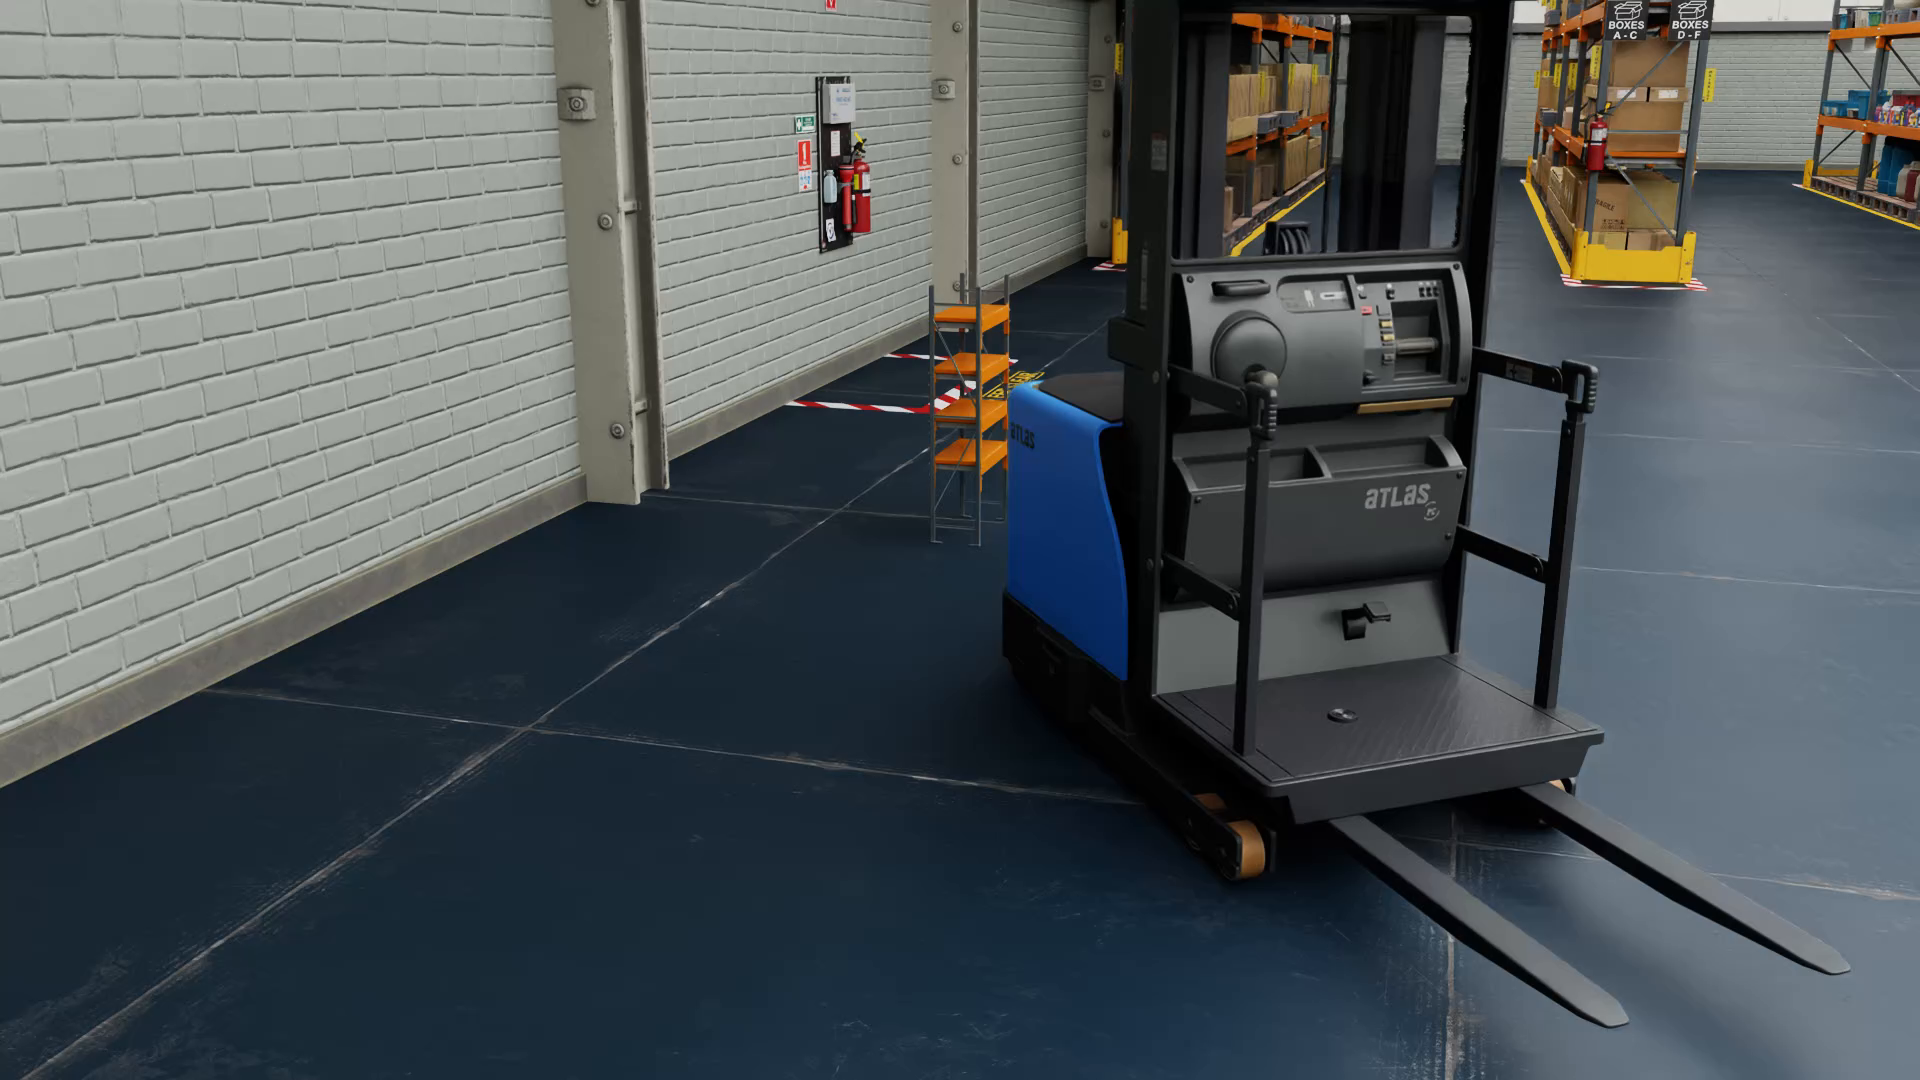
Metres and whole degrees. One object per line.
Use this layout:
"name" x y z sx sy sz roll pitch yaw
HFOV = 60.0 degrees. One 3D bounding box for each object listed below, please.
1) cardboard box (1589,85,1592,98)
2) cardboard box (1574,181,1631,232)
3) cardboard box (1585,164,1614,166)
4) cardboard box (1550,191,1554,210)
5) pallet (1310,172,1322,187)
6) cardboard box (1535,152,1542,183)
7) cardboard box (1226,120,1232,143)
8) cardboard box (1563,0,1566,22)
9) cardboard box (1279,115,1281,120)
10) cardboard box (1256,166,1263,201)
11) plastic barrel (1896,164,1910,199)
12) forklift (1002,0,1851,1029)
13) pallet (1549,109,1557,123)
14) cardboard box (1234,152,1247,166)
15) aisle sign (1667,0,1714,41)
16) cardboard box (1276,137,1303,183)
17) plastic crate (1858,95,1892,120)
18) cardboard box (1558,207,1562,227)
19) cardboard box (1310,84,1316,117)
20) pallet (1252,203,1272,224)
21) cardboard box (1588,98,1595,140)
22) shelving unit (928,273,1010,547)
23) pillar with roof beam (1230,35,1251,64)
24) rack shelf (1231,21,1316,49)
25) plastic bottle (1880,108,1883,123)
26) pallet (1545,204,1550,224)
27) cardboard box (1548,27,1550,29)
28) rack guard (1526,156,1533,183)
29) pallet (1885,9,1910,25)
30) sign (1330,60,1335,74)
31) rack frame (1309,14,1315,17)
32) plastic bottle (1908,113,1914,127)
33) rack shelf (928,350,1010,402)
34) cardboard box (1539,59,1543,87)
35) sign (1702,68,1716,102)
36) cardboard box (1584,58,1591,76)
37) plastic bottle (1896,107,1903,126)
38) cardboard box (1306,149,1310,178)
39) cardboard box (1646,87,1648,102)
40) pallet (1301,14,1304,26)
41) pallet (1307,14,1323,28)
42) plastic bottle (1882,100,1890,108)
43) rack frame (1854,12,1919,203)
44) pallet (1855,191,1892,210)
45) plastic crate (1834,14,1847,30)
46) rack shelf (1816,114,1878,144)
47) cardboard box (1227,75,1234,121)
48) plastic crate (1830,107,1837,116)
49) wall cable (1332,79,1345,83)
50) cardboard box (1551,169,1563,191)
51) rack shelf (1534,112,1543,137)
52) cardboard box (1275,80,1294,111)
"cardboard box" 7.708 -5.341 19.789 0.380 0.149 0.250 4 16 15
"cardboard box" 6.917 -3.595 17.901 0.500 0.500 0.500 5 16 16
"cardboard box" 9.870 -5.528 25.595 0.500 0.500 0.500 4 16 14
"cardboard box" 8.609 -4.781 23.458 0.500 0.250 0.500 4 16 14
"pallet" 6.345 -6.885 31.718 1.003 0.211 1.213 5 16 16
"cardboard box" 10.350 -6.511 29.062 0.500 0.500 0.500 5 16 16
"cardboard box" 2.876 -4.752 19.324 0.500 0.250 0.500 4 16 14
"cardboard box" 9.560 -8.026 24.947 0.910 0.500 0.500 5 16 16
"cardboard box" 4.888 -6.624 26.111 0.380 0.149 0.250 4 16 15
"cardboard box" 4.160 -5.358 24.999 0.700 0.500 0.500 5 16 16
"plastic barrel" 14.590 -5.484 25.456 0.421 0.512 0.421 0 16 0
"forklift" 1.138 -0.604 4.589 1.130 2.935 3.031 -6 17 -19
"pallet" 9.871 -6.701 26.310 1.003 0.211 1.213 5 16 16
"cardboard box" 3.895 -5.437 23.900 0.500 0.250 0.500 4 16 14
"aisle sign" 7.325 -5.401 16.610 0.394 0.787 0.004 5 16 16
"cardboard box" 5.399 -6.469 28.309 0.750 0.750 0.750 5 17 18
"plastic crate" 15.013 -7.115 27.338 0.392 0.384 0.575 5 16 16
"cardboard box" 7.764 -4.019 20.772 0.500 0.250 0.500 5 16 16
"cardboard box" 5.879 -7.999 29.984 0.980 0.700 0.700 5 17 17
"pallet" 4.000 -4.803 24.378 1.003 0.211 1.213 5 16 16
"cardboard box" 7.923 -5.031 19.886 0.700 0.500 0.500 4 16 15
"shelving unit" 0.047 -0.621 7.818 0.258 1.200 0.503 5 16 16
"pillar with roof beam" 9.206 -10.516 28.415 9.100 9.000 0.400 5 16 16
"rack shelf" 5.141 -8.288 27.373 1.077 0.370 4.000 5 16 16
"plastic bottle" 14.614 -6.729 26.292 0.097 0.271 0.097 0 16 0
"pallet" 9.052 -4.730 24.120 1.003 0.211 1.213 5 16 16
"cardboard box" 10.629 -9.111 29.232 0.500 0.250 0.500 5 16 16
"rack guard" 11.575 -7.155 32.138 1.175 0.500 0.348 5 16 16
"pallet" 15.079 -8.085 25.687 1.213 0.211 1.003 5 16 16
"sign" 7.362 -9.386 32.867 0.100 0.325 0.005 5 16 16
"rack frame" 5.709 -10.600 28.710 1.000 3.000 0.127 5 16 16
"plastic bottle" 14.087 -6.210 24.590 0.097 0.201 0.097 0 16 0
"rack shelf" 0.047 -0.771 7.776 0.258 0.148 0.480 5 16 16
"cardboard box" 11.218 -8.811 31.380 0.500 0.500 0.500 5 17 18
"sign" 7.580 -4.601 16.823 0.100 0.325 0.005 5 16 16
"cardboard box" 10.863 -7.961 28.385 0.500 0.500 0.500 5 17 17
"plastic bottle" 14.295 -6.436 25.258 0.097 0.271 0.097 0 16 0
"cardboard box" 6.020 -6.901 30.474 0.700 0.500 0.500 5 17 17
"cardboard box" 7.440 -4.707 17.554 0.380 0.149 0.250 4 16 14
"pallet" 5.020 -8.485 27.096 1.003 0.211 1.213 5 17 18
"pallet" 5.952 -9.328 29.883 1.003 0.211 1.213 5 16 16
"plastic bottle" 14.786 -6.844 26.553 0.144 0.351 0.185 5 16 16
"rack frame" 15.208 -6.946 26.820 1.000 3.000 0.127 5 16 16
"pallet" 14.949 -5.406 26.500 1.003 0.211 1.213 5 16 16
"plastic crate" 15.968 -9.293 29.839 0.497 0.269 0.590 5 16 16
"rack shelf" 15.776 -7.123 28.763 1.077 0.370 4.000 5 16 16
"cardboard box" 2.873 -5.103 19.187 0.500 0.500 0.500 5 16 16
"plastic crate" 15.595 -7.600 29.501 0.250 0.136 0.298 5 16 16
"wall cable" 8.796 -11.605 37.943 3.097 2.526 0.112 5 16 16
"cardboard box" 8.604 -5.048 23.370 0.500 0.311 0.500 4 16 14
"rack shelf" 11.028 -7.508 30.121 1.077 0.370 4.000 5 16 16
"cardboard box" 4.956 -6.976 26.160 0.500 0.500 0.500 5 17 18
